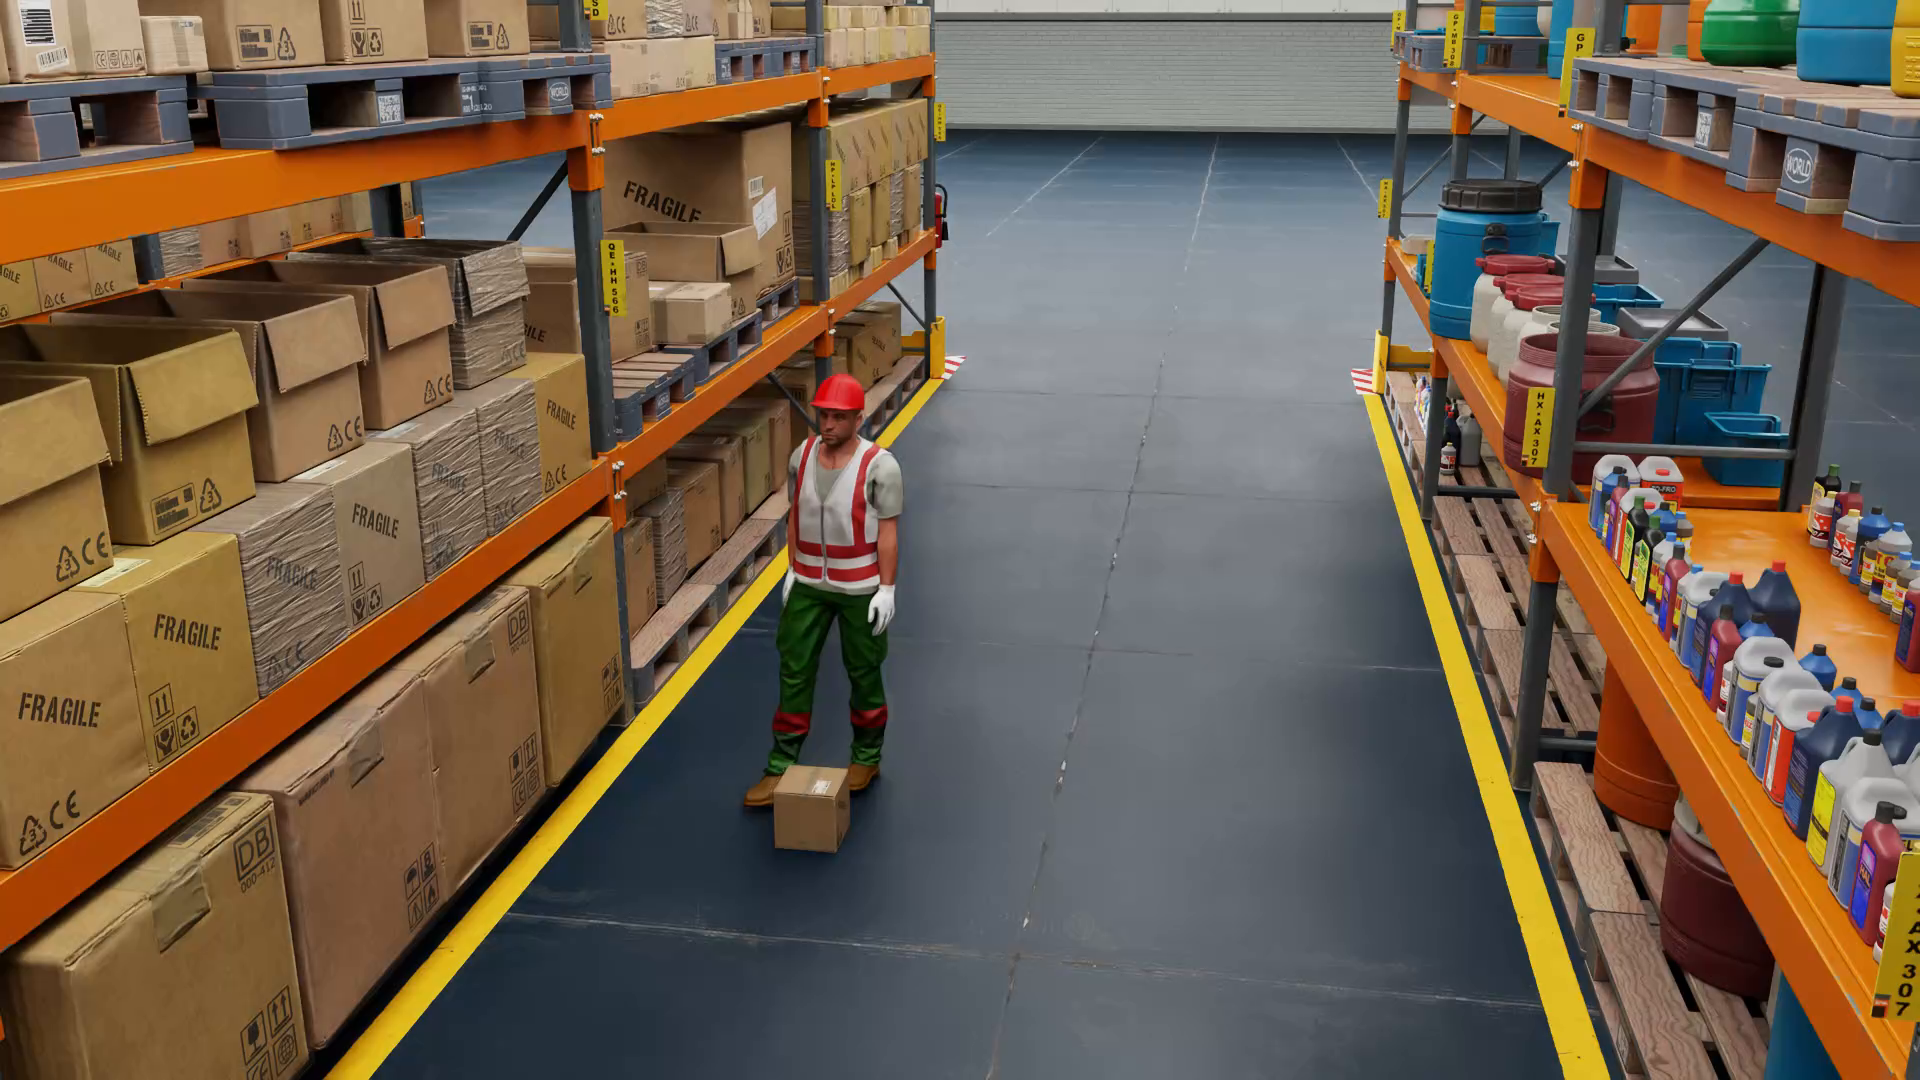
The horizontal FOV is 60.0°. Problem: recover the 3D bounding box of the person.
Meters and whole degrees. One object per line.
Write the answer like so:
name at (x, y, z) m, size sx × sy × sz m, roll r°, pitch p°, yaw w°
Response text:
person at (-0.560, 0.225, 6.778) m, size 0.566 × 1.791 × 0.600 m, roll 6°, pitch 19°, yaw 19°
